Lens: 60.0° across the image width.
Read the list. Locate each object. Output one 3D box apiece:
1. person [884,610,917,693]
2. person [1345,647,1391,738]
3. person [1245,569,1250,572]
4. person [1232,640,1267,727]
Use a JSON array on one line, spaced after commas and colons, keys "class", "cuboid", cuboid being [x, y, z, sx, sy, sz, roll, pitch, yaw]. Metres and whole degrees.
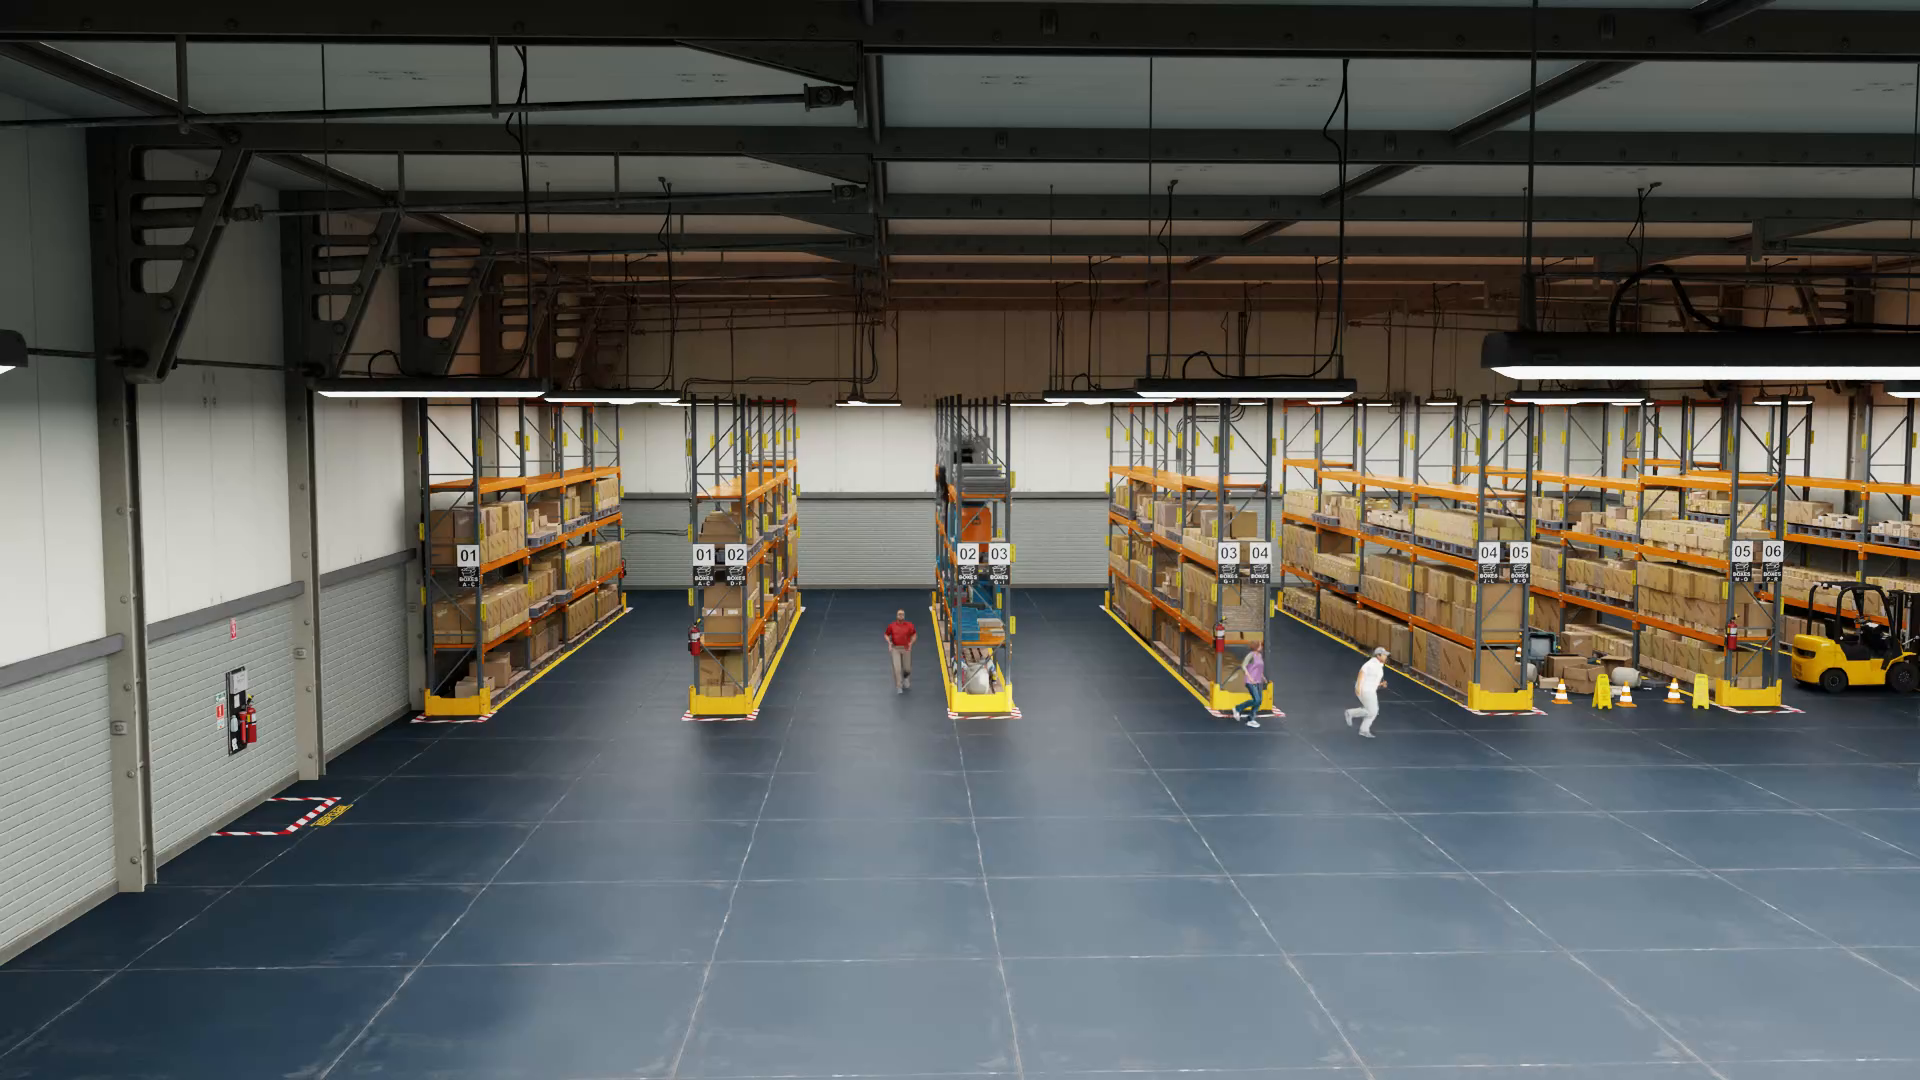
[{"class": "person", "cuboid": [-1.201, 2.240, 33.600, 0.661, 1.672, 0.629, 0, 5, -3]}, {"class": "person", "cuboid": [7.138, 2.661, 29.111, 0.758, 1.602, 0.599, 2, 5, 21]}, {"class": "person", "cuboid": [8.196, 1.080, 48.216, 0.803, 1.731, 0.754, -3, 5, -35]}, {"class": "person", "cuboid": [5.288, 2.584, 30.175, 0.527, 1.542, 0.581, 3, 5, 35]}]
